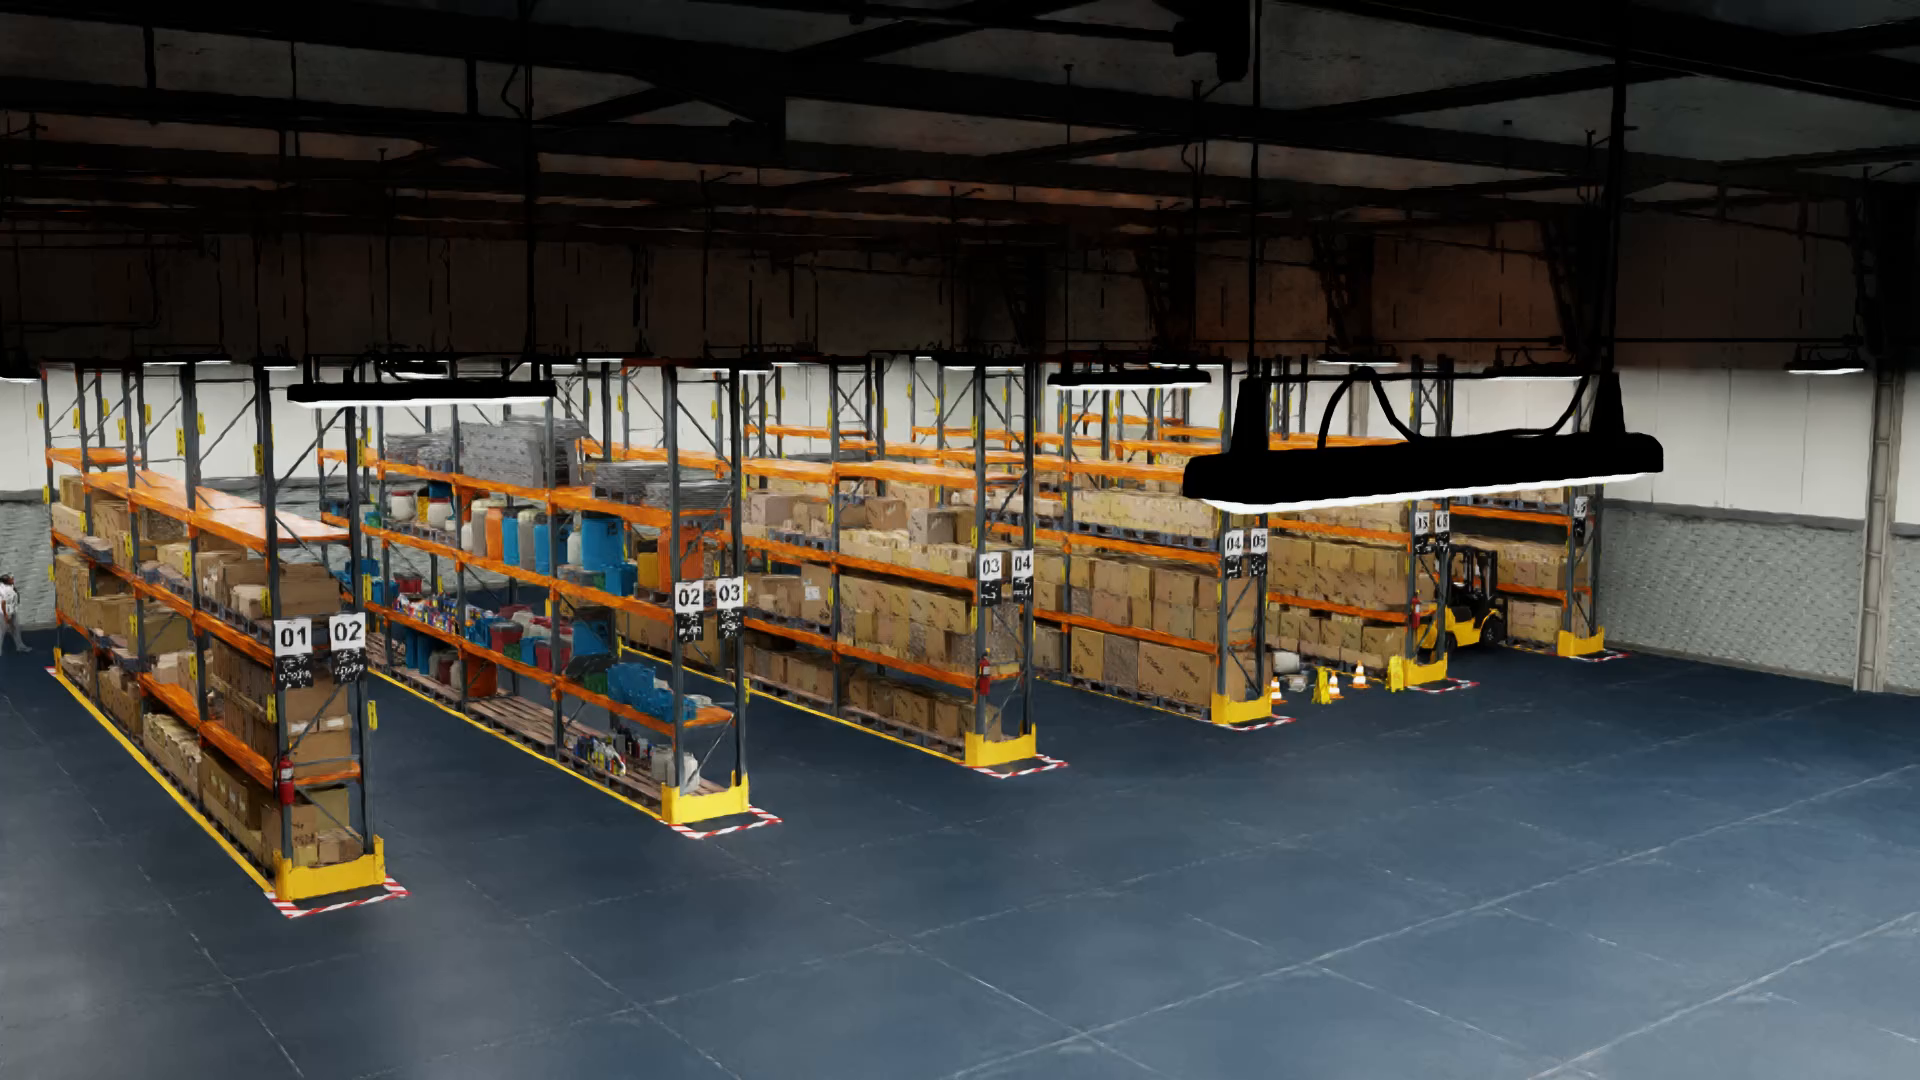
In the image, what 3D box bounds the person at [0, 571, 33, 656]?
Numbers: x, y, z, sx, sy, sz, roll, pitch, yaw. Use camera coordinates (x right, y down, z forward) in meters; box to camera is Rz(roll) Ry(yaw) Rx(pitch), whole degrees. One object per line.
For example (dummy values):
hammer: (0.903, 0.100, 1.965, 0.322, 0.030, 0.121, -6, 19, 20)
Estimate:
person: (-19.214, 1.460, 33.608, 0.521, 1.672, 0.687, 0, 7, -4)
